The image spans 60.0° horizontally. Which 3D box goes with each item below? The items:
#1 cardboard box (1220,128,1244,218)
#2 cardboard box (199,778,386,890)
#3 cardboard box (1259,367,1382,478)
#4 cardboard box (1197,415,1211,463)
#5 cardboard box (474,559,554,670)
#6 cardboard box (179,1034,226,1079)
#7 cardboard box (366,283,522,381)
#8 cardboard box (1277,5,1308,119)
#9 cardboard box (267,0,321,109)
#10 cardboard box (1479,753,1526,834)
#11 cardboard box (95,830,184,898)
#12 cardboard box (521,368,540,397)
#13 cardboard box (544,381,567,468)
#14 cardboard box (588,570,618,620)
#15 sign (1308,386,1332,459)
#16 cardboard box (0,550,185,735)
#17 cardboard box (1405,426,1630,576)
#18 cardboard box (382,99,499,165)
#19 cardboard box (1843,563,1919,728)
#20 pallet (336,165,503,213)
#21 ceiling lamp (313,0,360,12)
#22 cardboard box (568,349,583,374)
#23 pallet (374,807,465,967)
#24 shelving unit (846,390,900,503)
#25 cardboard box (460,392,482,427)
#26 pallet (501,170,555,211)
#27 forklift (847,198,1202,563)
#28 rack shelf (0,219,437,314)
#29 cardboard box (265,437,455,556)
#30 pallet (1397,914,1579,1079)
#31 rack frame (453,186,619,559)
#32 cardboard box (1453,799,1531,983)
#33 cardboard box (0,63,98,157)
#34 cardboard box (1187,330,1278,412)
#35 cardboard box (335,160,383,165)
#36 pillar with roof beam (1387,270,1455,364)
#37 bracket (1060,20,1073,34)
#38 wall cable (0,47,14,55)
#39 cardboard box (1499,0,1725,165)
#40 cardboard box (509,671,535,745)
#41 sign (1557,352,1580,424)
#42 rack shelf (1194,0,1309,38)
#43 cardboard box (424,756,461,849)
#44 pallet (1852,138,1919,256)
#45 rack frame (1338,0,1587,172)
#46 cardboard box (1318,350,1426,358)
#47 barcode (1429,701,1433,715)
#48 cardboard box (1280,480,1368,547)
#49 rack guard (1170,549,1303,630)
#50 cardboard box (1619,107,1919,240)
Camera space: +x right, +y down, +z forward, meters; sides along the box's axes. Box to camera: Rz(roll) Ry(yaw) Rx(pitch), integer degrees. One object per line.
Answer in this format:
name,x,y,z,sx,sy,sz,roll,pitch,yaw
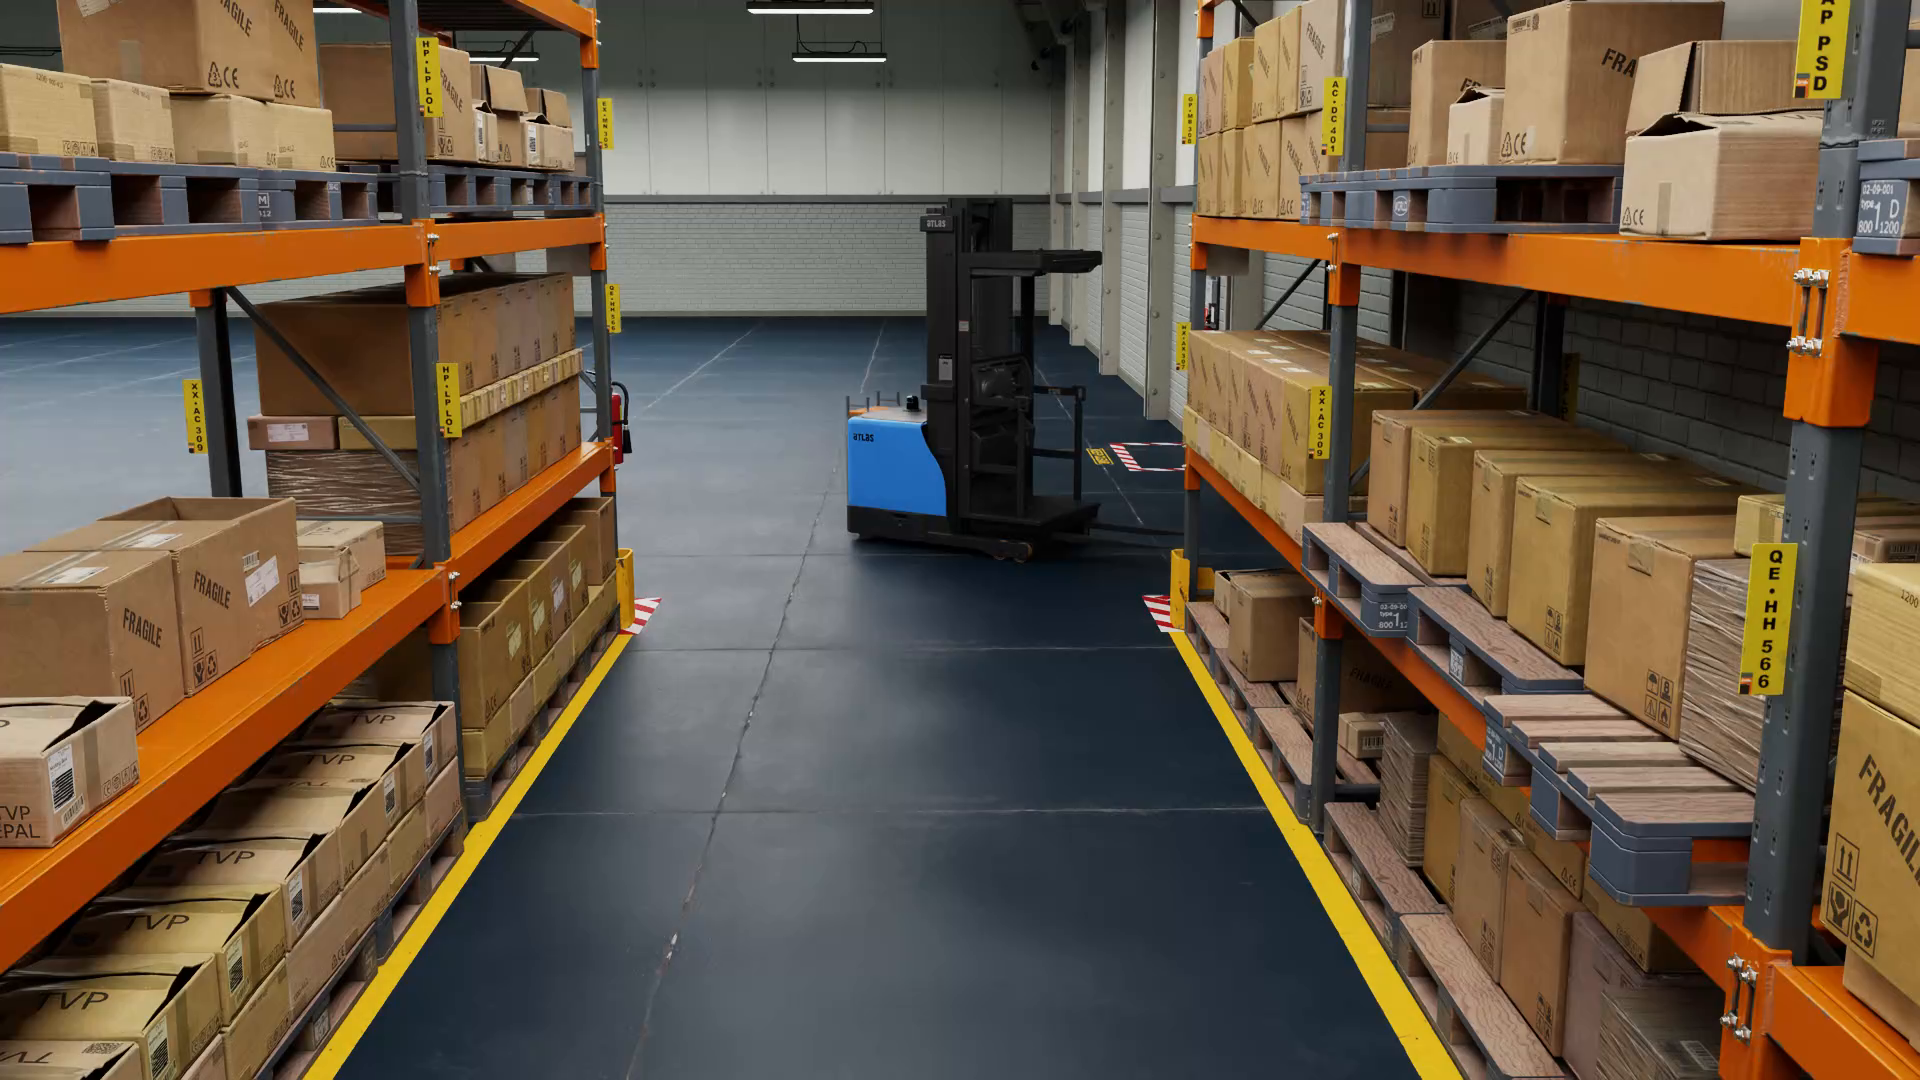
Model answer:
cardboard box,1.818,-2.150,9.766,0.500,0.500,0.500,0,11,1
cardboard box,-2.479,1.066,6.208,0.500,0.311,0.500,0,11,-1
cardboard box,1.818,-0.599,8.410,0.500,0.500,0.500,0,11,-1
cardboard box,1.788,-0.634,10.465,0.500,0.250,0.500,-1,11,-3
cardboard box,-2.517,0.399,9.019,0.500,0.500,0.500,0,11,-1
cardboard box,-2.445,1.649,4.745,0.500,0.250,0.500,-1,11,-3
cardboard box,-2.846,-1.155,9.192,0.700,0.500,0.500,0,11,-1
cardboard box,1.850,-2.330,8.141,0.500,0.500,0.500,0,11,2
cardboard box,-2.826,-1.930,6.417,0.500,0.500,0.500,0,11,0
cardboard box,2.212,0.876,5.994,0.500,0.250,0.500,-1,11,-3
cardboard box,-3.007,1.173,5.681,0.500,0.311,0.500,0,11,0
cardboard box,-2.656,-0.912,9.627,0.380,0.149,0.250,0,11,0
cardboard box,-2.870,-0.729,10.359,0.700,0.500,0.500,0,11,0
cardboard box,-2.576,0.369,11.053,0.500,0.250,0.500,0,11,-1
sign,1.611,-0.524,7.421,0.100,0.325,0.005,0,11,-1
cardboard box,-2.768,0.330,5.136,0.500,0.500,0.500,-1,11,-4
cardboard box,2.134,-0.156,6.425,0.700,0.500,0.500,1,12,5
cardboard box,-2.557,-1.992,8.104,0.500,0.311,0.500,-1,12,-4
cardboard box,1.988,0.216,3.012,0.500,0.250,0.500,0,11,0
pallet,-2.843,-1.679,7.967,1.003,0.211,1.213,0,11,-1
ceiling lamp,-9.700,-9.898,26.033,2.000,3.185,0.800,0,11,-1
cardboard box,-2.684,-1.169,10.896,0.380,0.149,0.250,0,11,-2
pallet,-2.745,1.430,6.978,1.003,0.211,1.213,0,11,-1
shelving unit,-0.782,-0.734,15.153,0.258,1.200,0.503,6,13,31
cardboard box,-2.631,-0.657,8.370,0.380,0.149,0.250,0,11,-2
pallet,-2.865,-1.921,9.160,1.003,0.211,1.213,0,11,-1
forklift,0.534,-1.371,13.945,3.031,2.935,1.130,7,13,31
rack shelf,-2.758,-0.802,5.235,1.077,0.370,4.000,0,11,-1
cardboard box,-2.815,-0.220,7.846,0.700,0.500,0.500,-1,11,-3
pallet,2.199,1.661,5.842,1.003,0.211,1.213,0,11,-1
rack frame,-2.882,-0.878,11.341,1.000,3.000,0.127,0,11,-1
cardboard box,2.216,1.256,6.003,0.700,0.500,0.500,0,11,-1
cardboard box,-2.812,-1.198,4.695,0.500,0.250,0.500,0,11,-2
cardboard box,1.780,-1.106,10.909,0.500,0.500,0.500,0,11,-1
cardboard box,-3.098,-1.943,8.269,0.380,0.149,0.250,0,11,-1
pillar with roof beam,-1.354,-3.686,10.093,9.100,9.000,0.400,0,11,-1
bracket,2.107,-10.154,32.924,0.235,0.232,0.430,0,11,-1
wall cable,-25.198,-11.093,41.711,3.097,2.526,0.112,0,11,-1
cardboard box,2.110,-1.474,5.430,0.500,0.500,0.500,-1,11,-3
cardboard box,-2.511,0.866,8.604,0.500,0.250,0.500,0,11,-1
sign,2.708,-0.674,7.425,0.100,0.325,0.005,0,11,-1
rack shelf,2.112,-3.087,8.960,1.077,0.370,4.000,0,11,-1
cardboard box,-2.501,1.140,7.253,0.500,0.250,0.500,0,11,-2
pallet,2.302,-0.558,2.697,1.213,0.211,1.003,0,11,1
rack frame,2.153,-3.044,6.929,1.000,3.000,0.127,0,11,-1
cardboard box,2.319,-0.807,9.432,0.500,0.500,0.500,0,11,0
barcode,2.435,0.873,8.597,0.001,0.075,0.075,0,11,-1
cardboard box,1.840,-0.133,7.996,0.500,0.250,0.500,0,11,-1
rack guard,2.072,0.341,11.619,1.175,0.500,0.348,0,11,-1
cardboard box,1.951,-0.887,4.015,0.500,0.311,0.500,0,11,-1
